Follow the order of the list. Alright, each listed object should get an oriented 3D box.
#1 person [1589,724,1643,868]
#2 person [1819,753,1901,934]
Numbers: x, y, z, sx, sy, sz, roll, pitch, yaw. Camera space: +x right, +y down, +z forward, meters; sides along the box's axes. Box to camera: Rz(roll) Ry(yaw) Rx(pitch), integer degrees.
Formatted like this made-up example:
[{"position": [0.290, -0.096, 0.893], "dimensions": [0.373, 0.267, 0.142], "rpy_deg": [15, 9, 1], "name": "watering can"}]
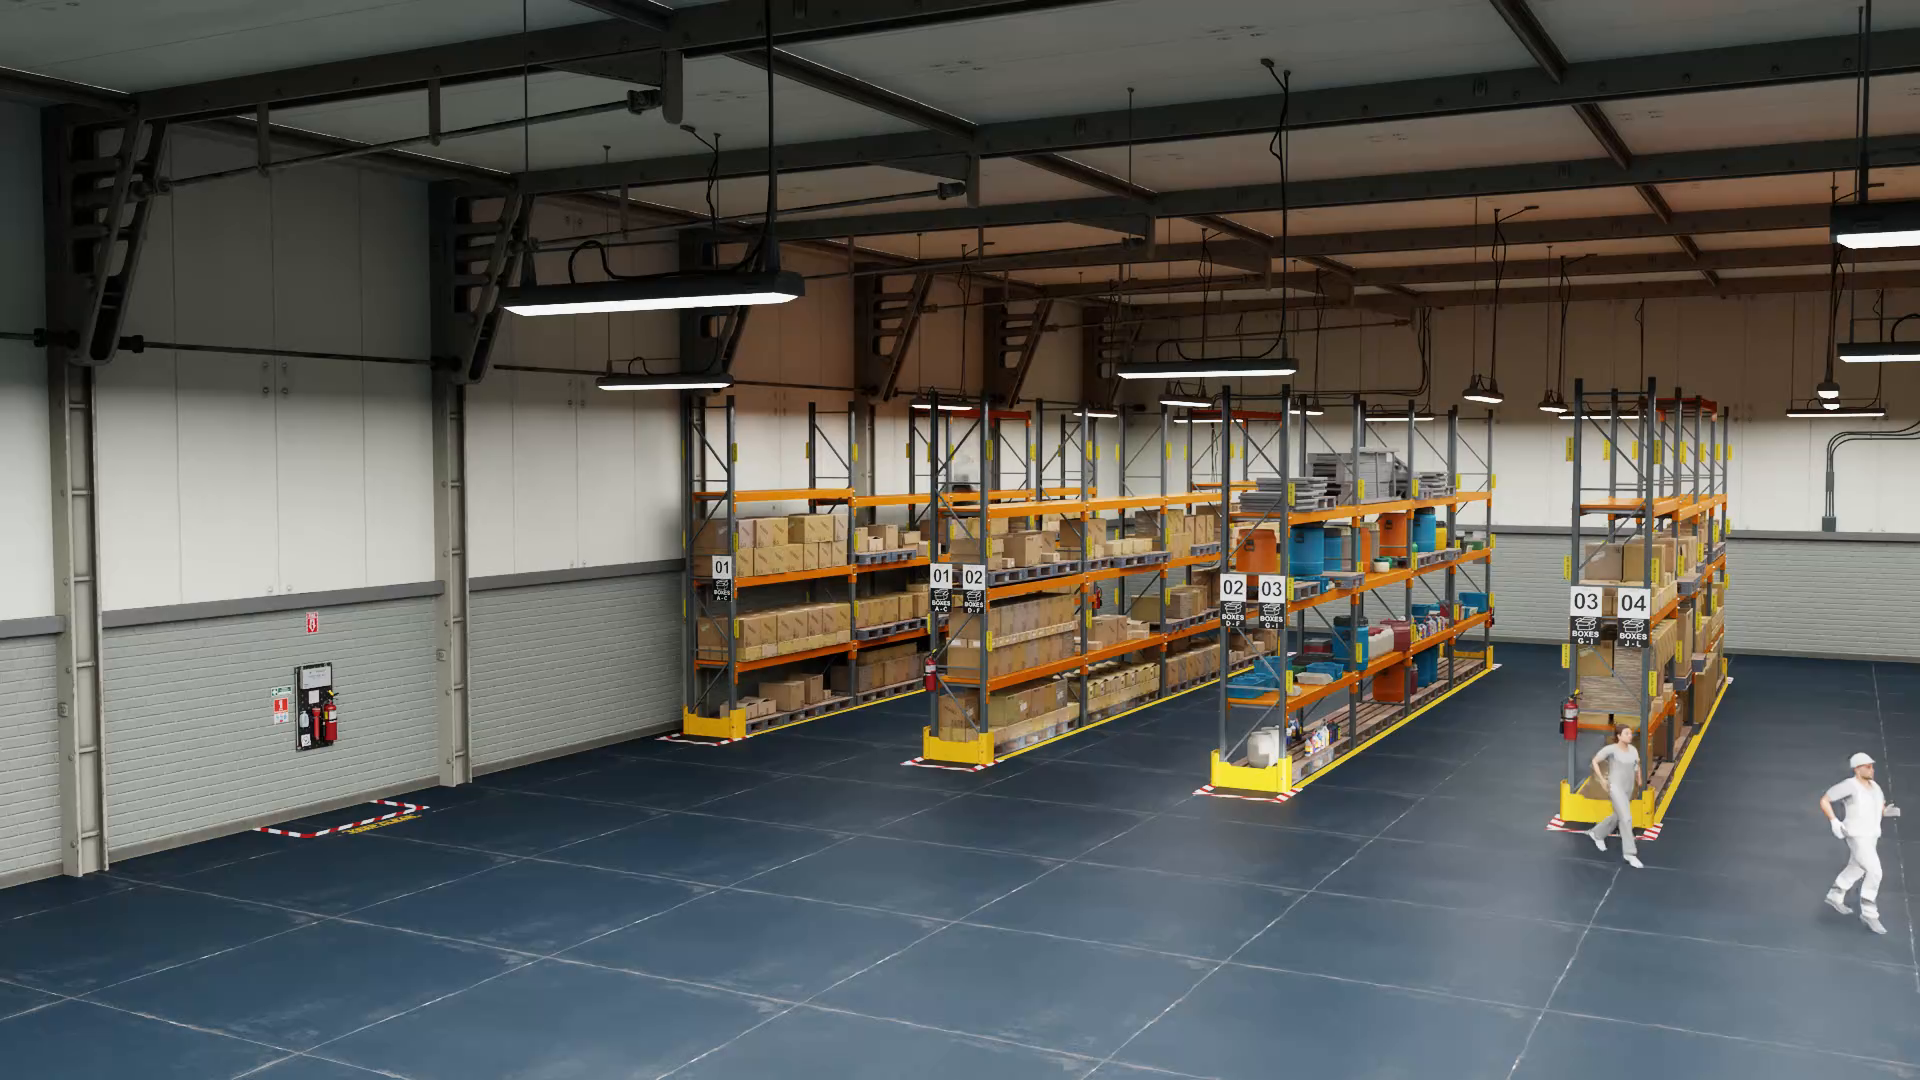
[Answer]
[{"position": [8.095, 3.096, 20.439], "dimensions": [0.578, 1.699, 0.912], "rpy_deg": [-1, 3, -24], "name": "person"}, {"position": [9.523, 3.174, 17.602], "dimensions": [0.649, 1.848, 0.799], "rpy_deg": [-2, 4, -31], "name": "person"}]
